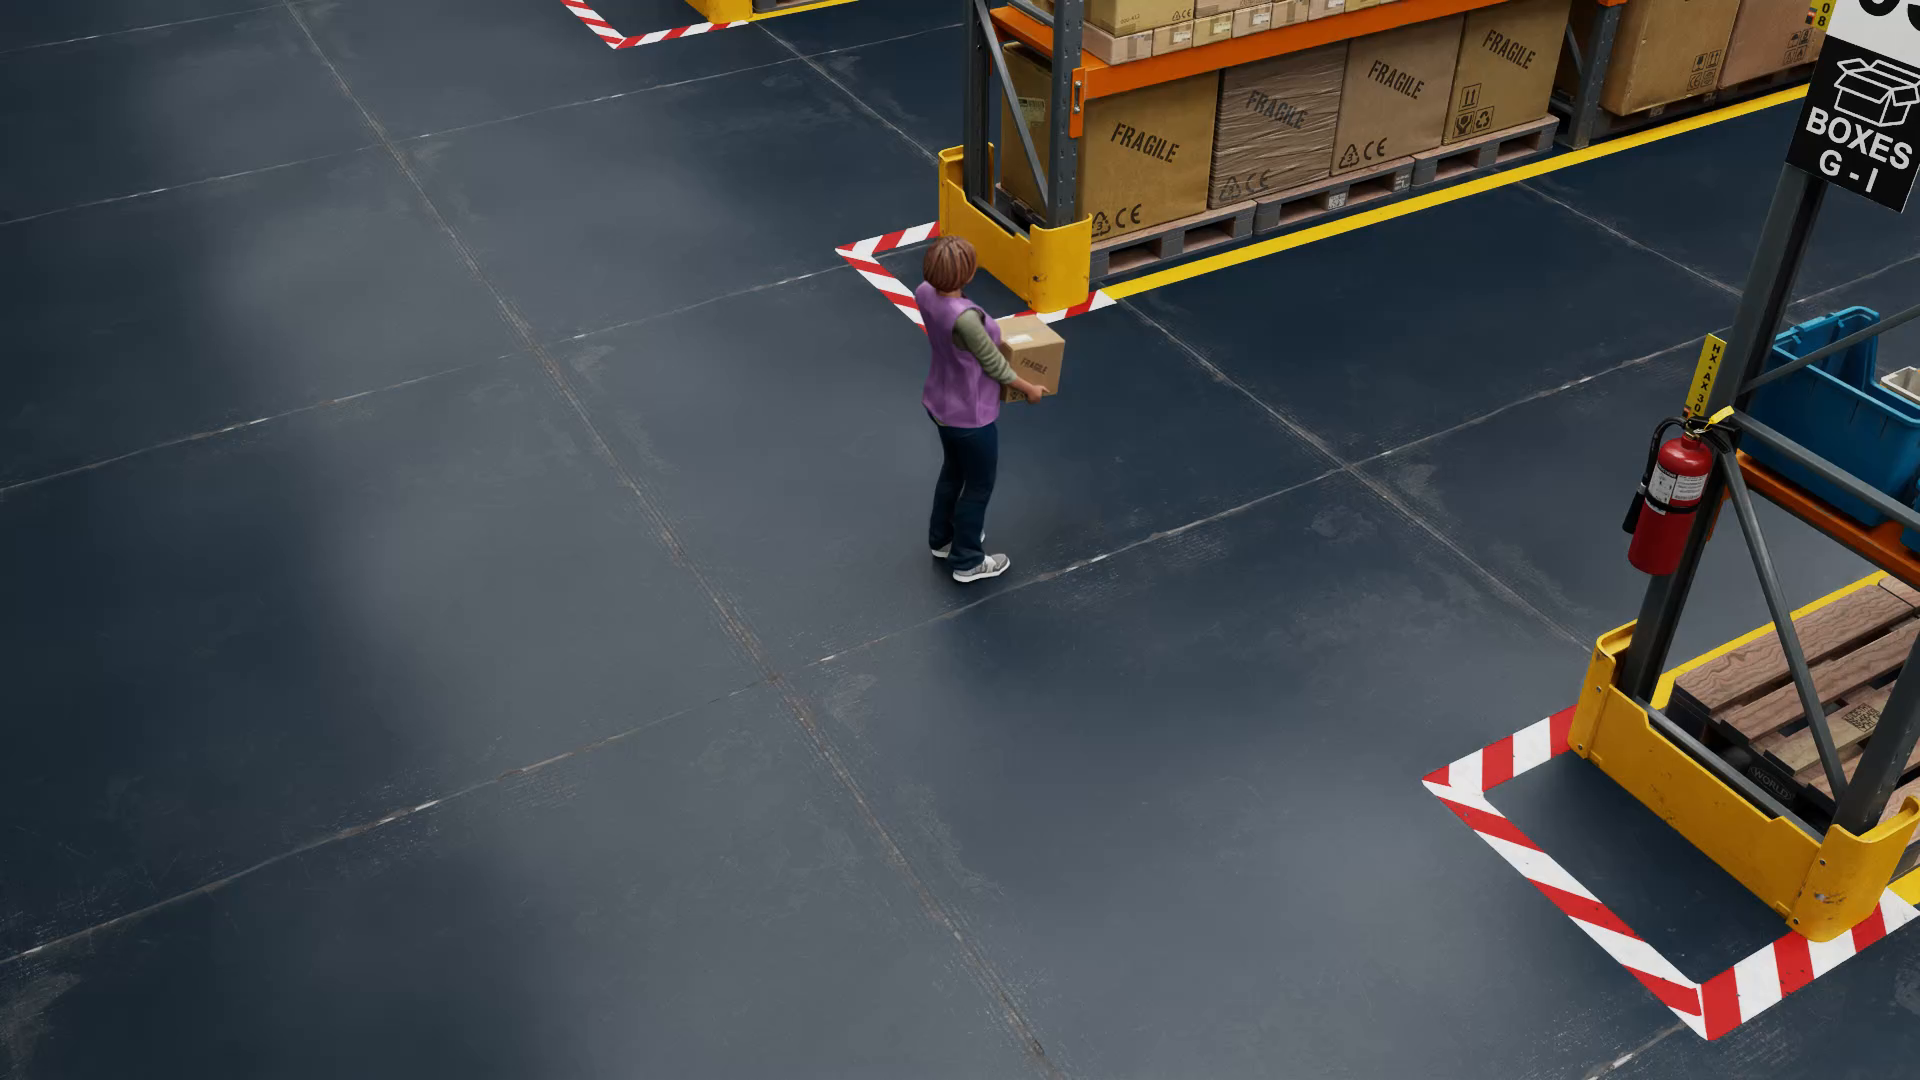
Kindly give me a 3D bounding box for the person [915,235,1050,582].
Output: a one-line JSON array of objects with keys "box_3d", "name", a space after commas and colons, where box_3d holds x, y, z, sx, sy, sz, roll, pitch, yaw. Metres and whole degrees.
[{"box_3d": [0.087, -0.561, 6.899, 0.491, 1.591, 0.404, -18, 41, -22], "name": "person"}]
